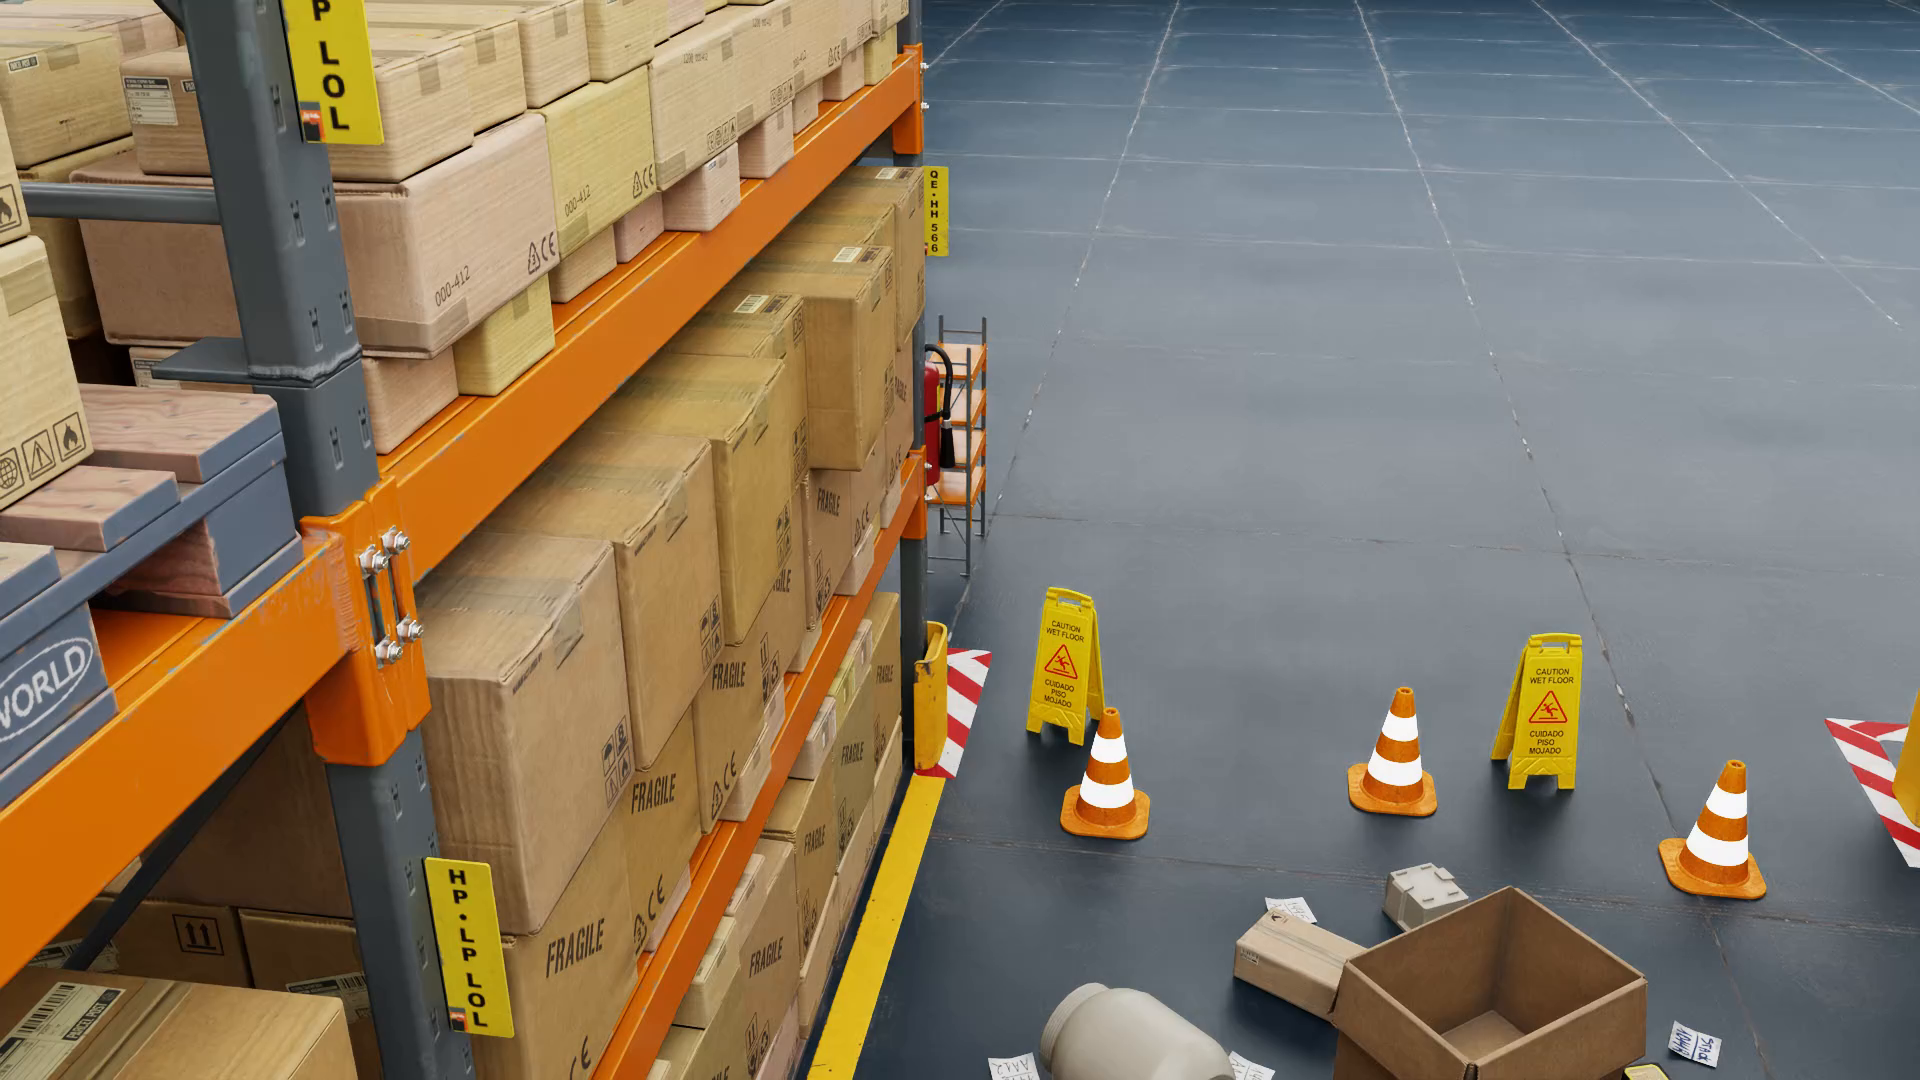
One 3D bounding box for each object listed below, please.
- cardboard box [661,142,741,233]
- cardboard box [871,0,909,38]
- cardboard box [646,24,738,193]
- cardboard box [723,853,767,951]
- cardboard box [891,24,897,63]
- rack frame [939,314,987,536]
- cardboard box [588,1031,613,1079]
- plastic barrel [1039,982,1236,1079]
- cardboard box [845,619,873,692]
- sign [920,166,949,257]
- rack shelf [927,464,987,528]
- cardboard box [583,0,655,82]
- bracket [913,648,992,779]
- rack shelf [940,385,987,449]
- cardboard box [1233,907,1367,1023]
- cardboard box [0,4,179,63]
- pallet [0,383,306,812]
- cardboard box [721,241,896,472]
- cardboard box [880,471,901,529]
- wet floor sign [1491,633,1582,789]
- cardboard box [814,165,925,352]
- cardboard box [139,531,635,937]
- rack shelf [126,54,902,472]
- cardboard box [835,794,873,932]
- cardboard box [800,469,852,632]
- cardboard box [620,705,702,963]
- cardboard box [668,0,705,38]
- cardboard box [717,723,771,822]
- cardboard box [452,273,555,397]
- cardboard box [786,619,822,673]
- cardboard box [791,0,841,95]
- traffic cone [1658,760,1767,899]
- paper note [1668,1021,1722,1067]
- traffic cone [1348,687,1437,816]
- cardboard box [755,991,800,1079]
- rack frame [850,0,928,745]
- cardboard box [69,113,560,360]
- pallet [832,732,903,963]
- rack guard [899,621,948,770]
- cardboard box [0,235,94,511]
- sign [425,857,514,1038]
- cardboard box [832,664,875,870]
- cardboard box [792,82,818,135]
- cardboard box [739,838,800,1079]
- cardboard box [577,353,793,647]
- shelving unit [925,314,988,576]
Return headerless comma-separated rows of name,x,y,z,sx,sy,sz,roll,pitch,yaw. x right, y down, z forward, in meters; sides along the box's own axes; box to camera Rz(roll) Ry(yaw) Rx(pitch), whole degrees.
cardboard box,-0.699,-0.783,3.642,0.380,0.149,0.250,4,25,7
cardboard box,-0.454,-1.757,5.254,0.500,0.250,0.500,4,25,8
cardboard box,-0.778,-0.907,3.437,0.500,0.250,0.500,4,25,9
cardboard box,-0.724,0.926,4.332,0.380,0.149,0.250,5,26,12
cardboard box,-0.418,-1.641,5.475,0.380,0.149,0.250,4,25,9
rack frame,0.013,-0.576,8.566,0.240,1.200,0.015,4,25,9
cardboard box,-0.932,1.003,3.364,0.380,0.149,0.250,5,26,10
plastic barrel,0.520,1.571,4.894,0.421,0.421,0.512,-20,32,-36
cardboard box,-0.503,0.368,5.523,0.380,0.149,0.250,5,26,10
sign,-3.740,-0.998,2.291,6.174,3.135,7.992,4,25,9
rack shelf,-0.027,-0.233,8.460,0.258,0.148,0.480,4,25,9
cardboard box,-0.781,-0.935,3.027,0.380,0.149,0.250,4,25,8
bracket,-0.604,0.689,7.278,1.378,0.001,1.079,4,25,9
rack shelf,-0.027,-0.616,8.281,0.258,0.148,0.480,4,25,9
cardboard box,1.143,1.414,5.553,0.380,0.149,0.250,19,31,35
cardboard box,-1.486,-0.759,2.651,0.380,0.149,0.250,3,25,7
pallet,-1.496,0.086,1.712,1.213,0.211,1.003,4,25,9
cardboard box,-0.576,-0.537,4.711,0.700,0.500,0.500,4,25,8
cardboard box,-0.418,-0.166,5.863,0.380,0.149,0.250,4,25,8
wet floor sign,2.315,0.653,6.594,0.267,0.644,0.232,0,25,-1
cardboard box,-0.504,-0.969,5.633,0.700,0.500,0.500,3,25,7
cardboard box,-1.004,0.307,2.909,0.700,0.500,0.500,4,25,8
rack shelf,-0.963,-0.849,4.106,0.919,0.124,3.809,4,25,9
cardboard box,-0.595,1.063,5.688,0.500,0.250,0.500,4,25,9
cardboard box,-0.624,-0.080,4.915,0.500,0.500,0.500,4,25,8
cardboard box,-0.884,0.552,3.563,0.500,0.500,0.500,4,25,8
cardboard box,-0.757,-1.155,3.497,0.380,0.149,0.250,4,25,8
cardboard box,-0.703,0.578,4.273,0.380,0.149,0.250,4,25,9
cardboard box,-0.896,-0.355,2.729,0.380,0.149,0.250,4,25,9
cardboard box,-0.626,0.260,4.952,0.380,0.149,0.250,4,25,8
cardboard box,-0.617,-1.330,4.340,0.500,0.250,0.500,5,25,10
traffic cone,2.776,1.009,6.049,0.336,0.463,0.334,4,25,9
paper note,2.340,1.602,5.293,0.144,0.017,0.142,13,28,26
traffic cone,1.717,0.788,6.520,0.336,0.463,0.334,4,25,9
cardboard box,-0.767,1.489,4.778,0.500,0.250,0.500,4,25,8
rack frame,-0.636,-0.565,6.418,1.000,3.000,0.127,4,25,9
cardboard box,-0.948,-0.482,2.529,0.500,0.250,0.500,3,25,7
pallet,-0.816,1.067,6.220,1.003,0.211,1.213,4,25,9
rack guard,-0.648,0.599,6.880,1.175,0.500,0.348,4,25,9
cardboard box,-1.242,-0.118,1.607,0.500,0.250,0.500,4,25,7
sign,-0.741,0.621,2.519,0.100,0.325,0.005,4,25,9
cardboard box,-0.592,0.723,5.532,0.500,0.500,0.500,5,26,10
cardboard box,-0.605,-1.217,4.569,0.380,0.149,0.250,4,25,8
cardboard box,-0.765,1.154,4.609,0.500,0.500,0.500,5,26,11
cardboard box,-0.790,-0.114,3.806,0.700,0.500,0.500,3,25,7
shelving unit,-0.027,-0.474,8.348,0.258,1.200,0.503,4,25,9
